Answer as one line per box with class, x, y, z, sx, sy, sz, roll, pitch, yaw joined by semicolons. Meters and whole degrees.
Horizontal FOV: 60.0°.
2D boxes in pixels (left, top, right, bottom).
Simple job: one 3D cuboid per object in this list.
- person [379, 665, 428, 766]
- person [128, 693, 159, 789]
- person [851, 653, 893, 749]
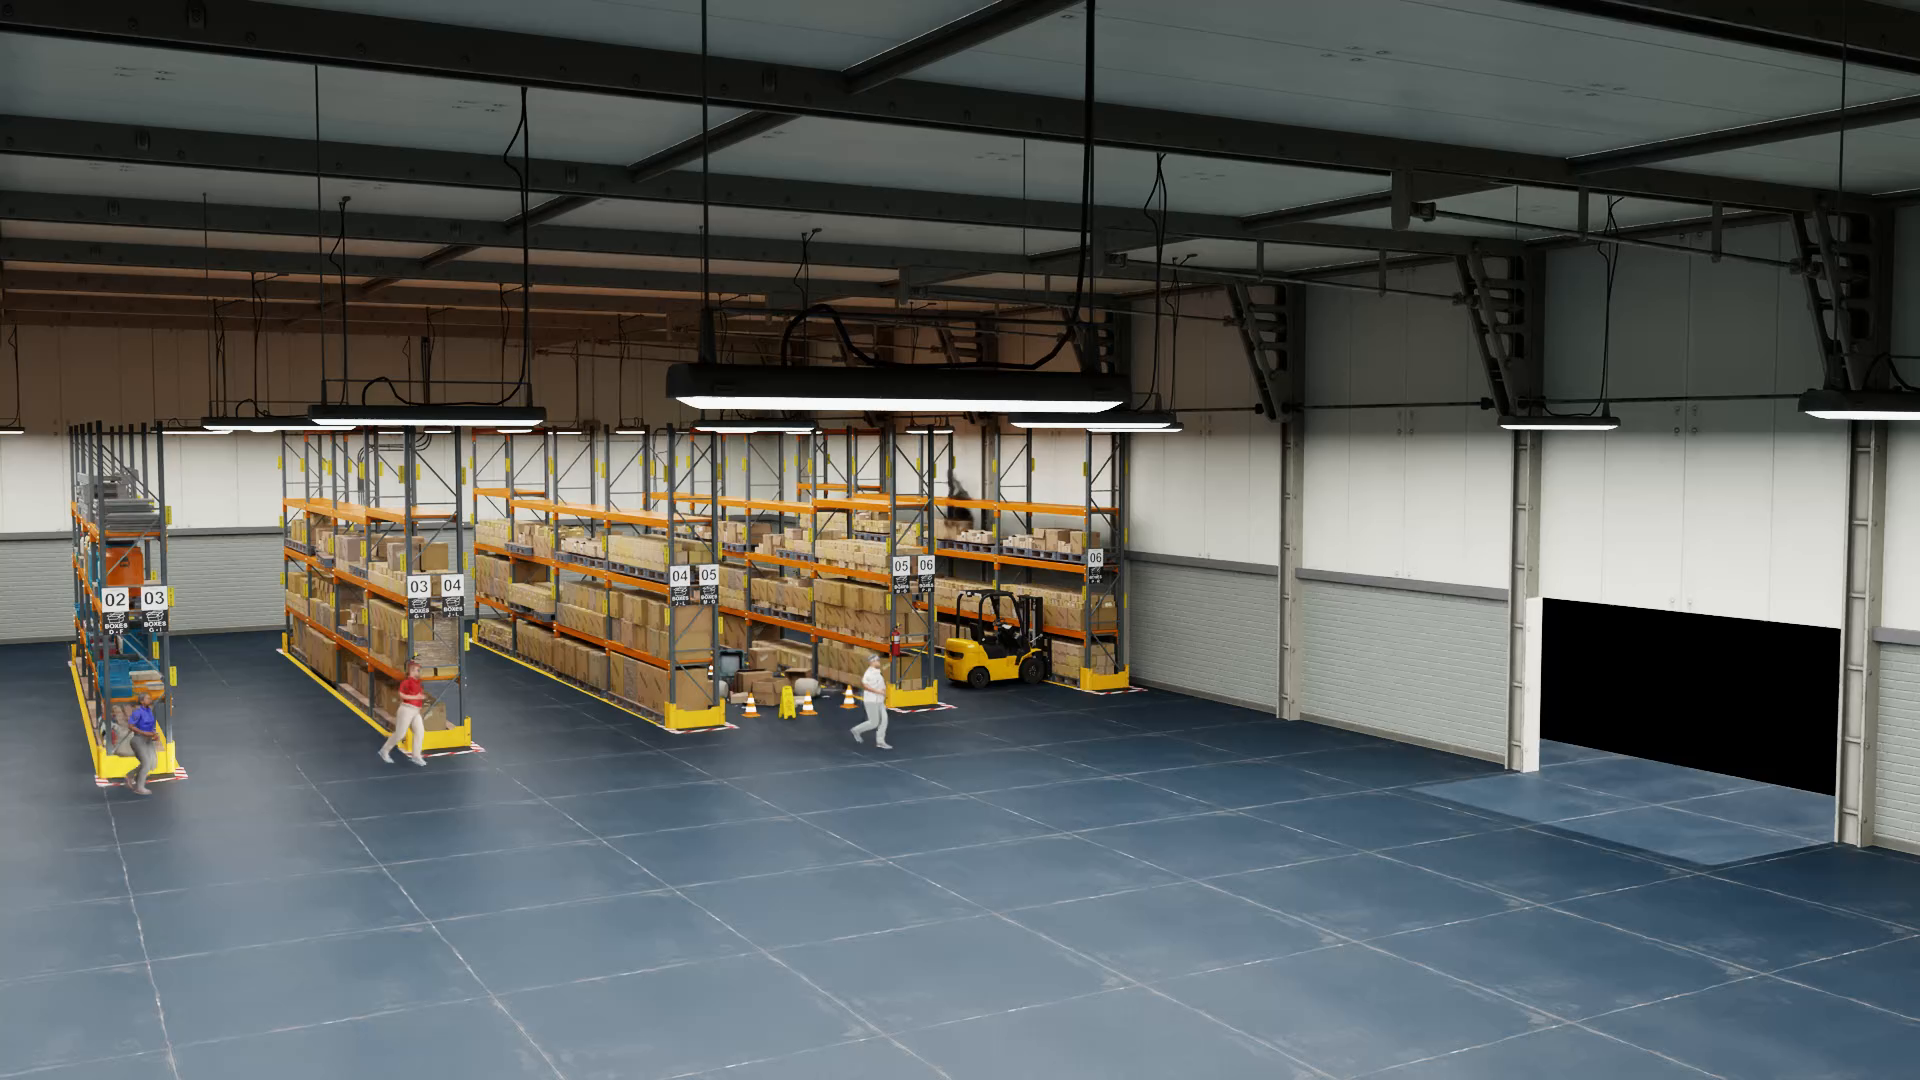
person;-9.675;3.070;29.235;0.906;1.727;0.683;1;4;13
person;-13.169;3.233;26.842;0.550;1.528;0.638;0;4;7
person;-1.624;2.964;30.601;0.800;1.779;0.461;1;4;14
